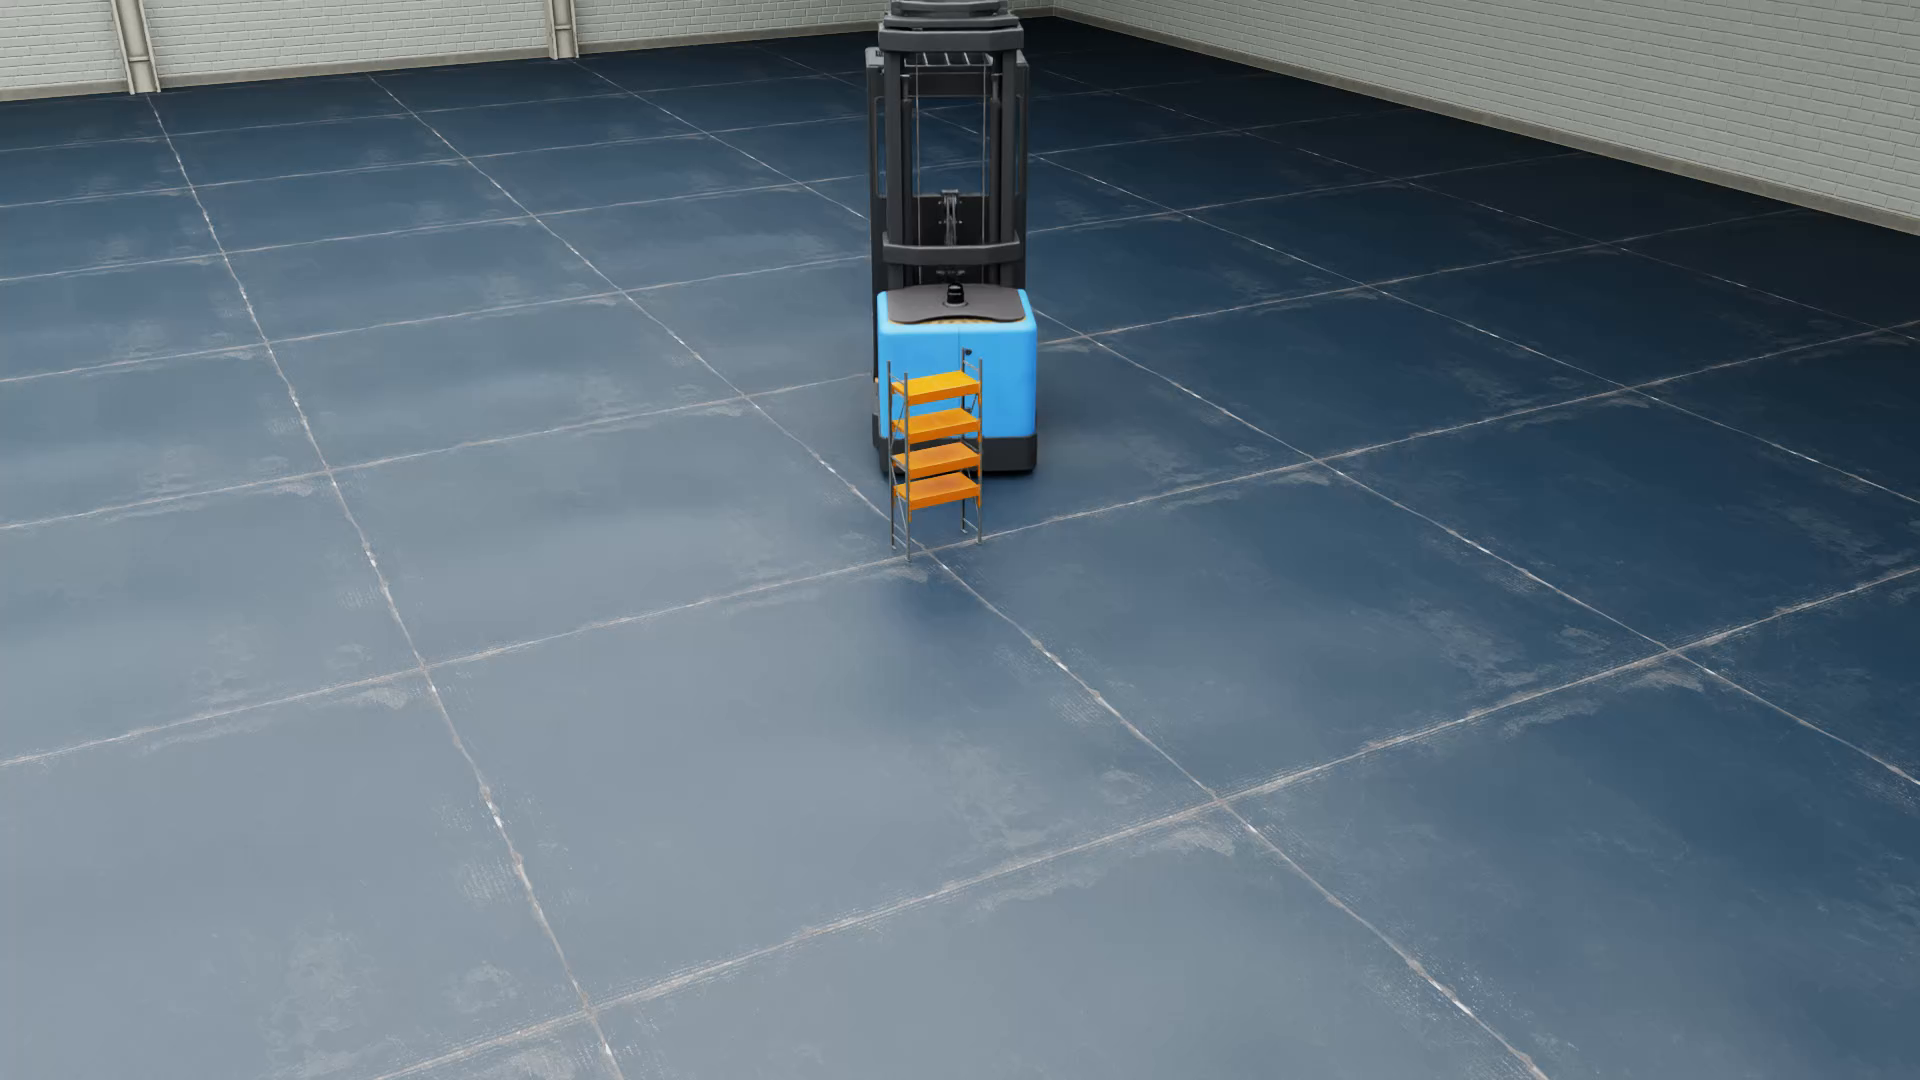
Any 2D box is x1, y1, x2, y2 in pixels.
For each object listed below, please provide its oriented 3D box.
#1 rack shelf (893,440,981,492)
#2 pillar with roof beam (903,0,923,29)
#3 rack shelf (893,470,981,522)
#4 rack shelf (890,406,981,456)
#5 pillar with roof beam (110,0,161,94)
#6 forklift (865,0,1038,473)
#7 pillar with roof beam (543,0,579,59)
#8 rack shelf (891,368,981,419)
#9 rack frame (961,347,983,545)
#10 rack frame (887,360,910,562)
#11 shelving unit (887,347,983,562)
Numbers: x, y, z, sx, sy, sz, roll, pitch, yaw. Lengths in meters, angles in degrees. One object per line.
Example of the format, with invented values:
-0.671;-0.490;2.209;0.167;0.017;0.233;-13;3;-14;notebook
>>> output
-0.146;-0.447;9.949;0.480;0.148;0.258;-13;29;-25;rack shelf
1.142;-11.175;23.128;0.400;9.000;9.100;-13;29;-25;pillar with roof beam
-0.146;-0.268;10.035;0.480;0.148;0.258;-13;29;-25;rack shelf
-0.146;-0.648;9.852;0.480;0.148;0.258;-13;29;-25;rack shelf
-9.447;-8.731;18.037;0.400;9.000;9.100;-13;29;-25;pillar with roof beam
-0.097;-2.362;11.782;1.130;2.935;3.031;-2;26;-3;forklift
-4.153;-9.953;20.583;0.400;9.000;9.100;-13;29;-25;pillar with roof beam
-0.146;-0.861;9.750;0.480;0.148;0.258;-13;29;-25;rack shelf
0.069;-0.557;10.024;0.015;1.200;0.240;-13;29;-25;rack frame
-0.361;-0.457;9.817;0.015;1.200;0.240;-13;29;-25;rack frame
-0.146;-0.507;9.920;0.503;1.200;0.258;-13;29;-25;shelving unit
